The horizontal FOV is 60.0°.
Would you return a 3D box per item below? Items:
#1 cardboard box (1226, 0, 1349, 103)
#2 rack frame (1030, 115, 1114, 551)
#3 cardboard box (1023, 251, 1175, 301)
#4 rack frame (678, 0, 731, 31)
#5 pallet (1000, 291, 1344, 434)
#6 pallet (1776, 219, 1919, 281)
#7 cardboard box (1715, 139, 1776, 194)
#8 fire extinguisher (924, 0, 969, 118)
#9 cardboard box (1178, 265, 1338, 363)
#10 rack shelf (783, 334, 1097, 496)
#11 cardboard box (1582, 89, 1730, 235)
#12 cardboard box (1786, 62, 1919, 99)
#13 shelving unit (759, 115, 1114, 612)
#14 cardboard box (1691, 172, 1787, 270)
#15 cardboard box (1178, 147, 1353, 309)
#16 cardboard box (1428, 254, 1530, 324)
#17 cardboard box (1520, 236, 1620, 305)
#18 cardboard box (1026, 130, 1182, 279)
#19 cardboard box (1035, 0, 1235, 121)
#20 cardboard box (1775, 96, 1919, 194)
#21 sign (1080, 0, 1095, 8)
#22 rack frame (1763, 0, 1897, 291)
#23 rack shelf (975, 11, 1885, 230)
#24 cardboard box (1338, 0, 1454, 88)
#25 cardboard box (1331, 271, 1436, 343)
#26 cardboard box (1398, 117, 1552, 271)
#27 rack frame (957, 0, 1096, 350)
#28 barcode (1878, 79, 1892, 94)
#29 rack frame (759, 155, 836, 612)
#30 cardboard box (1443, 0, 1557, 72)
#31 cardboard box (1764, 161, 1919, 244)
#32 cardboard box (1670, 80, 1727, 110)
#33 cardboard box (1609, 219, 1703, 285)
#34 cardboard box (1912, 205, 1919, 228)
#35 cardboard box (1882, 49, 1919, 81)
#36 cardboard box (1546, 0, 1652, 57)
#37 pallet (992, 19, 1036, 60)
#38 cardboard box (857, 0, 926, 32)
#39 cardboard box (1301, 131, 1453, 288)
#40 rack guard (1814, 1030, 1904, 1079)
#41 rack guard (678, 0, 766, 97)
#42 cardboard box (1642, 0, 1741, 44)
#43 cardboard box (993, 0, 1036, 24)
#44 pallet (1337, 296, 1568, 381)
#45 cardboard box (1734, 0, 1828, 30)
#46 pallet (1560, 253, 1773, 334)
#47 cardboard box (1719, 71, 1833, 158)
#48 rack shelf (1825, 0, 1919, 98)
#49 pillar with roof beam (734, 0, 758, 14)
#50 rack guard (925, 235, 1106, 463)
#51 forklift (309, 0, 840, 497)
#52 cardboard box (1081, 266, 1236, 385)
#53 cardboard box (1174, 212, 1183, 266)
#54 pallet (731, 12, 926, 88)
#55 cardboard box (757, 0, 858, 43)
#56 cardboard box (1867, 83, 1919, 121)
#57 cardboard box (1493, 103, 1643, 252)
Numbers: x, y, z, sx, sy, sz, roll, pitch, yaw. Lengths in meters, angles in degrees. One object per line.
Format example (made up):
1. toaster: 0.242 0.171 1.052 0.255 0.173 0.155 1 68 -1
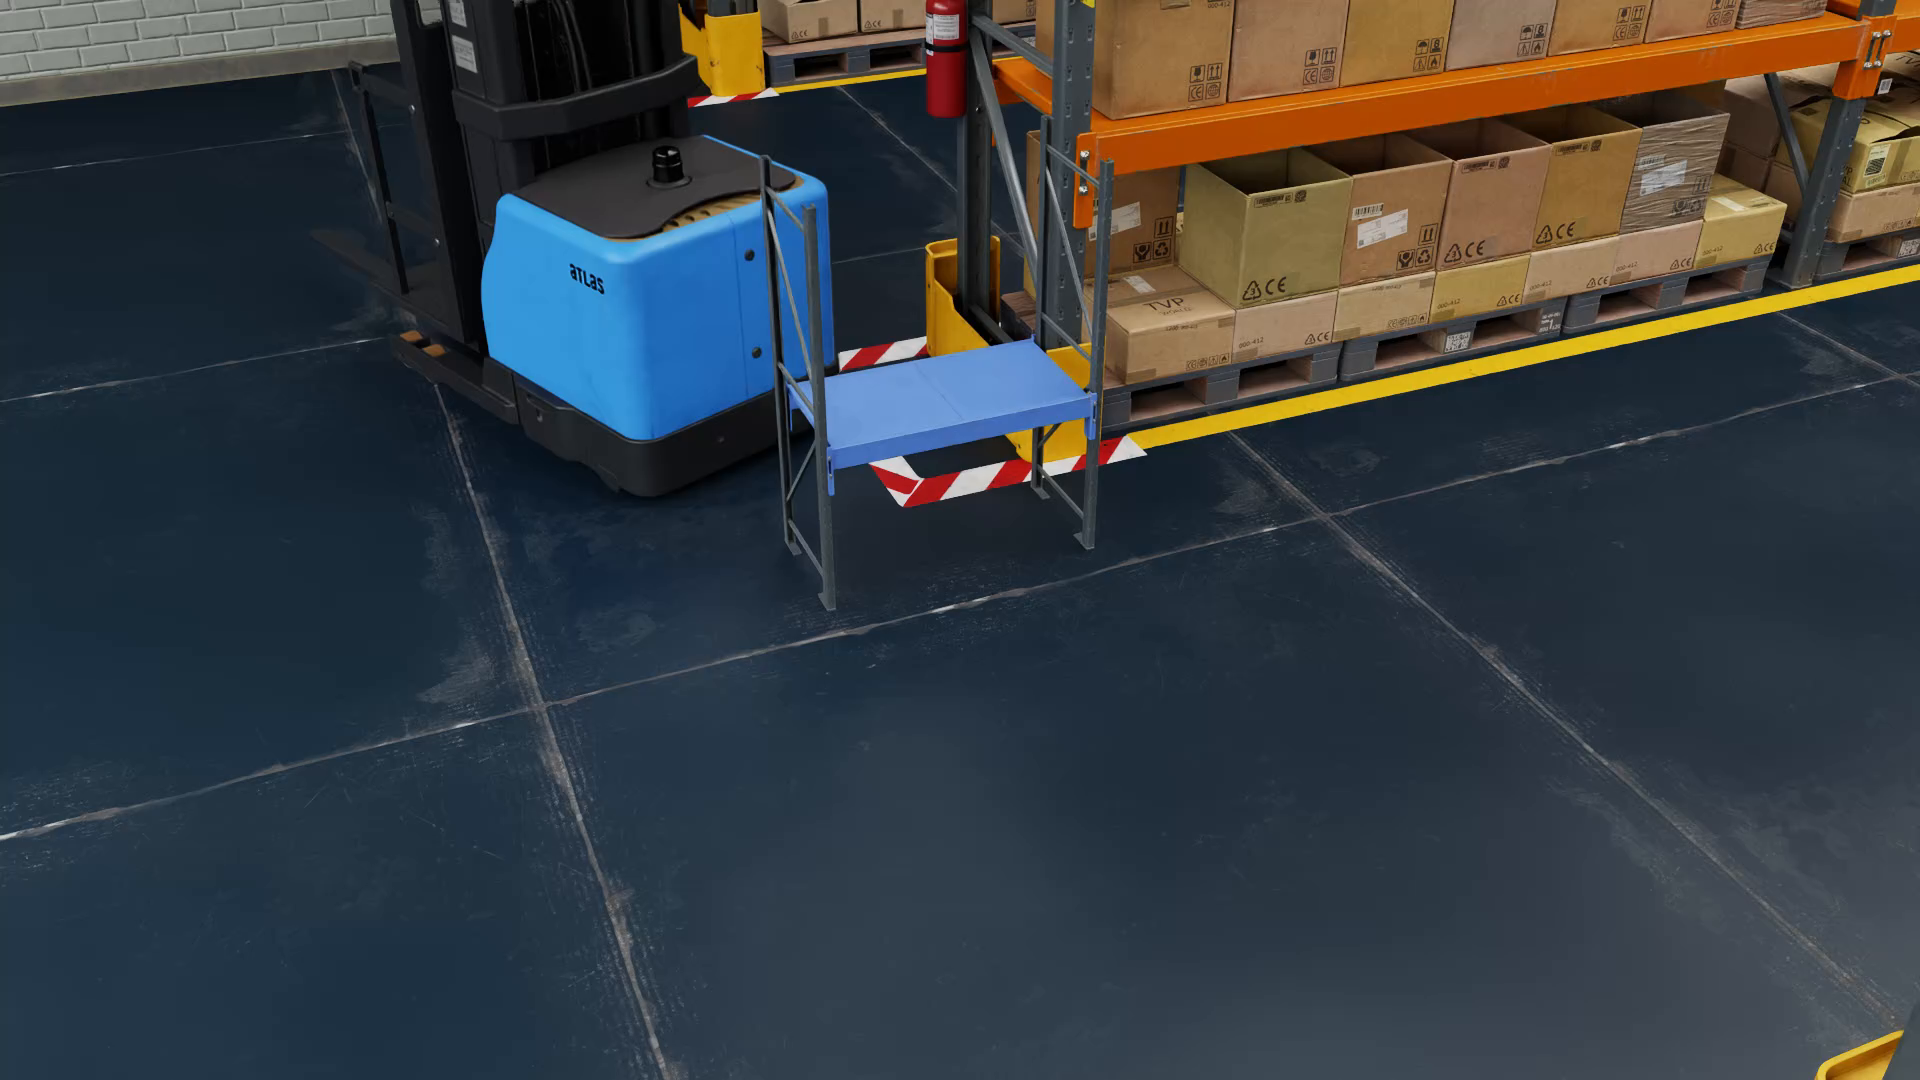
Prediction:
1. cardboard box: 1.152 -2.137 6.693 0.500 0.500 0.700 -12 35 -18
2. rack frame: 0.390 -0.718 5.978 0.032 1.500 0.500 -13 35 -19
3. cardboard box: 0.615 -1.175 7.442 0.500 0.250 0.500 -13 35 -19
4. rack frame: -1.687 -4.380 10.232 0.127 3.000 1.000 -13 35 -19
5. pallet: 0.923 -0.904 7.445 1.213 0.211 1.003 -13 35 -19
6. pallet: 4.587 -1.741 8.732 1.213 0.211 1.003 -13 35 -19
7. cardboard box: 4.193 -1.991 8.696 0.500 0.250 0.500 -13 35 -19
8. fire extinguisher: -0.054 -2.066 6.746 0.183 0.674 0.296 -13 35 -19
9. cardboard box: 1.275 -1.022 7.207 0.500 0.250 0.500 -13 35 -19
10. rack shelf: -0.079 -0.460 5.911 1.000 0.185 0.538 -13 35 -19
11. cardboard box: 3.114 -1.765 7.661 0.500 0.500 0.500 -13 35 -19
12. cardboard box: 4.662 -2.336 8.712 0.500 0.311 0.500 -12 35 -18
13. shelving unit: -0.079 -0.611 5.813 1.048 1.500 0.538 -13 35 -19
14. cardboard box: 3.580 -1.550 8.018 0.500 0.250 0.500 -13 35 -19
15. cardboard box: 1.275 -1.336 7.001 0.500 0.500 0.500 -13 35 -19
16. cardboard box: 2.199 -1.231 7.527 0.500 0.250 0.500 -13 35 -19
17. cardboard box: 2.660 -1.337 7.690 0.500 0.250 0.500 -13 35 -19
18. cardboard box: 0.614 -1.491 7.239 0.500 0.500 0.500 -13 35 -19
19. cardboard box: 0.670 -2.024 6.519 0.500 0.500 0.700 -13 35 -19
20. cardboard box: 4.400 -1.955 8.126 0.500 0.311 0.500 -13 35 -19
21. sign: 0.444 -2.006 5.716 0.005 0.325 0.100 -13 35 -19
22. rack frame: 3.923 -2.735 7.702 0.127 3.000 1.000 -13 35 -19
23. rack shelf: 2.079 -2.011 7.250 4.000 0.370 1.077 -13 35 -19
24. cardboard box: 1.612 -2.239 6.850 0.500 0.500 0.700 -13 35 -19
25. cardboard box: 1.736 -1.128 7.369 0.500 0.250 0.500 -13 35 -19
26. cardboard box: 2.199 -1.545 7.322 0.500 0.500 0.500 -13 35 -19
27. rack frame: 0.235 -1.890 6.405 0.127 3.000 1.000 -13 35 -19
28. barcode: 4.319 -2.118 7.763 0.075 0.075 0.001 -13 35 -19
29. rack frame: -0.547 -0.503 5.648 0.032 1.500 0.500 -13 35 -19
30. cardboard box: 2.096 -2.352 7.023 0.500 0.500 0.700 -12 35 -18
31. cardboard box: 4.390 -1.719 8.277 0.500 0.250 0.500 -14 35 -20
32. cardboard box: 3.374 -2.132 8.225 0.500 0.500 0.500 -13 35 -19
33. cardboard box: 3.115 -1.450 7.864 0.500 0.250 0.500 -13 35 -19
34. cardboard box: 4.862 -1.826 8.442 0.500 0.250 0.500 -12 35 -18
35. cardboard box: 5.123 -2.440 8.872 0.500 0.311 0.500 -13 35 -19
36. cardboard box: 2.568 -2.461 7.190 0.500 0.500 0.700 -12 35 -18
37. pallet: 0.269 -3.637 11.646 1.213 0.211 1.003 -13 35 -19
38. cardboard box: -0.488 -3.659 11.185 0.500 0.311 0.500 -10 34 -15
39. cardboard box: 1.731 -1.448 7.173 0.500 0.500 0.500 -13 35 -19
40. rack guard: 2.201 1.610 3.318 0.348 0.500 1.175 -13 35 -19
41. rack guard: -1.616 -3.349 10.938 0.348 0.500 1.175 -13 35 -19
42. cardboard box: 3.032 -2.565 7.350 0.500 0.500 0.700 -13 35 -19
43. cardboard box: 0.208 -3.868 11.333 0.500 0.500 0.700 -15 36 -22
44. pallet: 2.047 -1.159 7.838 1.213 0.211 1.003 -13 35 -19
45. cardboard box: 3.516 -2.680 7.526 0.500 0.500 0.700 -14 36 -20
46. pallet: 3.173 -1.419 8.237 1.213 0.211 1.003 -13 35 -19
47. cardboard box: 4.185 -2.223 8.538 0.500 0.311 0.500 -13 35 -19
48. rack shelf: 5.767 -2.855 8.548 4.000 0.370 1.077 -13 35 -19
49. pillar with roof beam: 0.291 -5.313 6.164 0.400 9.000 9.100 -13 35 -19
50. rack guard: 0.212 -0.837 7.078 0.348 0.500 1.175 -13 35 -19
51. forklift: -1.893 -2.096 6.784 1.130 2.935 3.031 -29 43 -36
52. cardboard box: 0.815 -0.915 7.042 0.500 0.250 0.500 -13 35 -19
53. cardboard box: 1.071 -1.287 7.614 0.500 0.250 0.500 -13 35 -19
54. pallet: -0.854 -3.381 11.253 1.213 0.211 1.003 -13 35 -19
55. cardboard box: -1.014 -3.539 11.000 0.500 0.311 0.500 -17 37 -24
56. cardboard box: 4.864 -2.058 8.285 0.500 0.311 0.500 -13 35 -19
57. cardboard box: 2.655 -1.657 7.496 0.500 0.500 0.500 -13 35 -19
